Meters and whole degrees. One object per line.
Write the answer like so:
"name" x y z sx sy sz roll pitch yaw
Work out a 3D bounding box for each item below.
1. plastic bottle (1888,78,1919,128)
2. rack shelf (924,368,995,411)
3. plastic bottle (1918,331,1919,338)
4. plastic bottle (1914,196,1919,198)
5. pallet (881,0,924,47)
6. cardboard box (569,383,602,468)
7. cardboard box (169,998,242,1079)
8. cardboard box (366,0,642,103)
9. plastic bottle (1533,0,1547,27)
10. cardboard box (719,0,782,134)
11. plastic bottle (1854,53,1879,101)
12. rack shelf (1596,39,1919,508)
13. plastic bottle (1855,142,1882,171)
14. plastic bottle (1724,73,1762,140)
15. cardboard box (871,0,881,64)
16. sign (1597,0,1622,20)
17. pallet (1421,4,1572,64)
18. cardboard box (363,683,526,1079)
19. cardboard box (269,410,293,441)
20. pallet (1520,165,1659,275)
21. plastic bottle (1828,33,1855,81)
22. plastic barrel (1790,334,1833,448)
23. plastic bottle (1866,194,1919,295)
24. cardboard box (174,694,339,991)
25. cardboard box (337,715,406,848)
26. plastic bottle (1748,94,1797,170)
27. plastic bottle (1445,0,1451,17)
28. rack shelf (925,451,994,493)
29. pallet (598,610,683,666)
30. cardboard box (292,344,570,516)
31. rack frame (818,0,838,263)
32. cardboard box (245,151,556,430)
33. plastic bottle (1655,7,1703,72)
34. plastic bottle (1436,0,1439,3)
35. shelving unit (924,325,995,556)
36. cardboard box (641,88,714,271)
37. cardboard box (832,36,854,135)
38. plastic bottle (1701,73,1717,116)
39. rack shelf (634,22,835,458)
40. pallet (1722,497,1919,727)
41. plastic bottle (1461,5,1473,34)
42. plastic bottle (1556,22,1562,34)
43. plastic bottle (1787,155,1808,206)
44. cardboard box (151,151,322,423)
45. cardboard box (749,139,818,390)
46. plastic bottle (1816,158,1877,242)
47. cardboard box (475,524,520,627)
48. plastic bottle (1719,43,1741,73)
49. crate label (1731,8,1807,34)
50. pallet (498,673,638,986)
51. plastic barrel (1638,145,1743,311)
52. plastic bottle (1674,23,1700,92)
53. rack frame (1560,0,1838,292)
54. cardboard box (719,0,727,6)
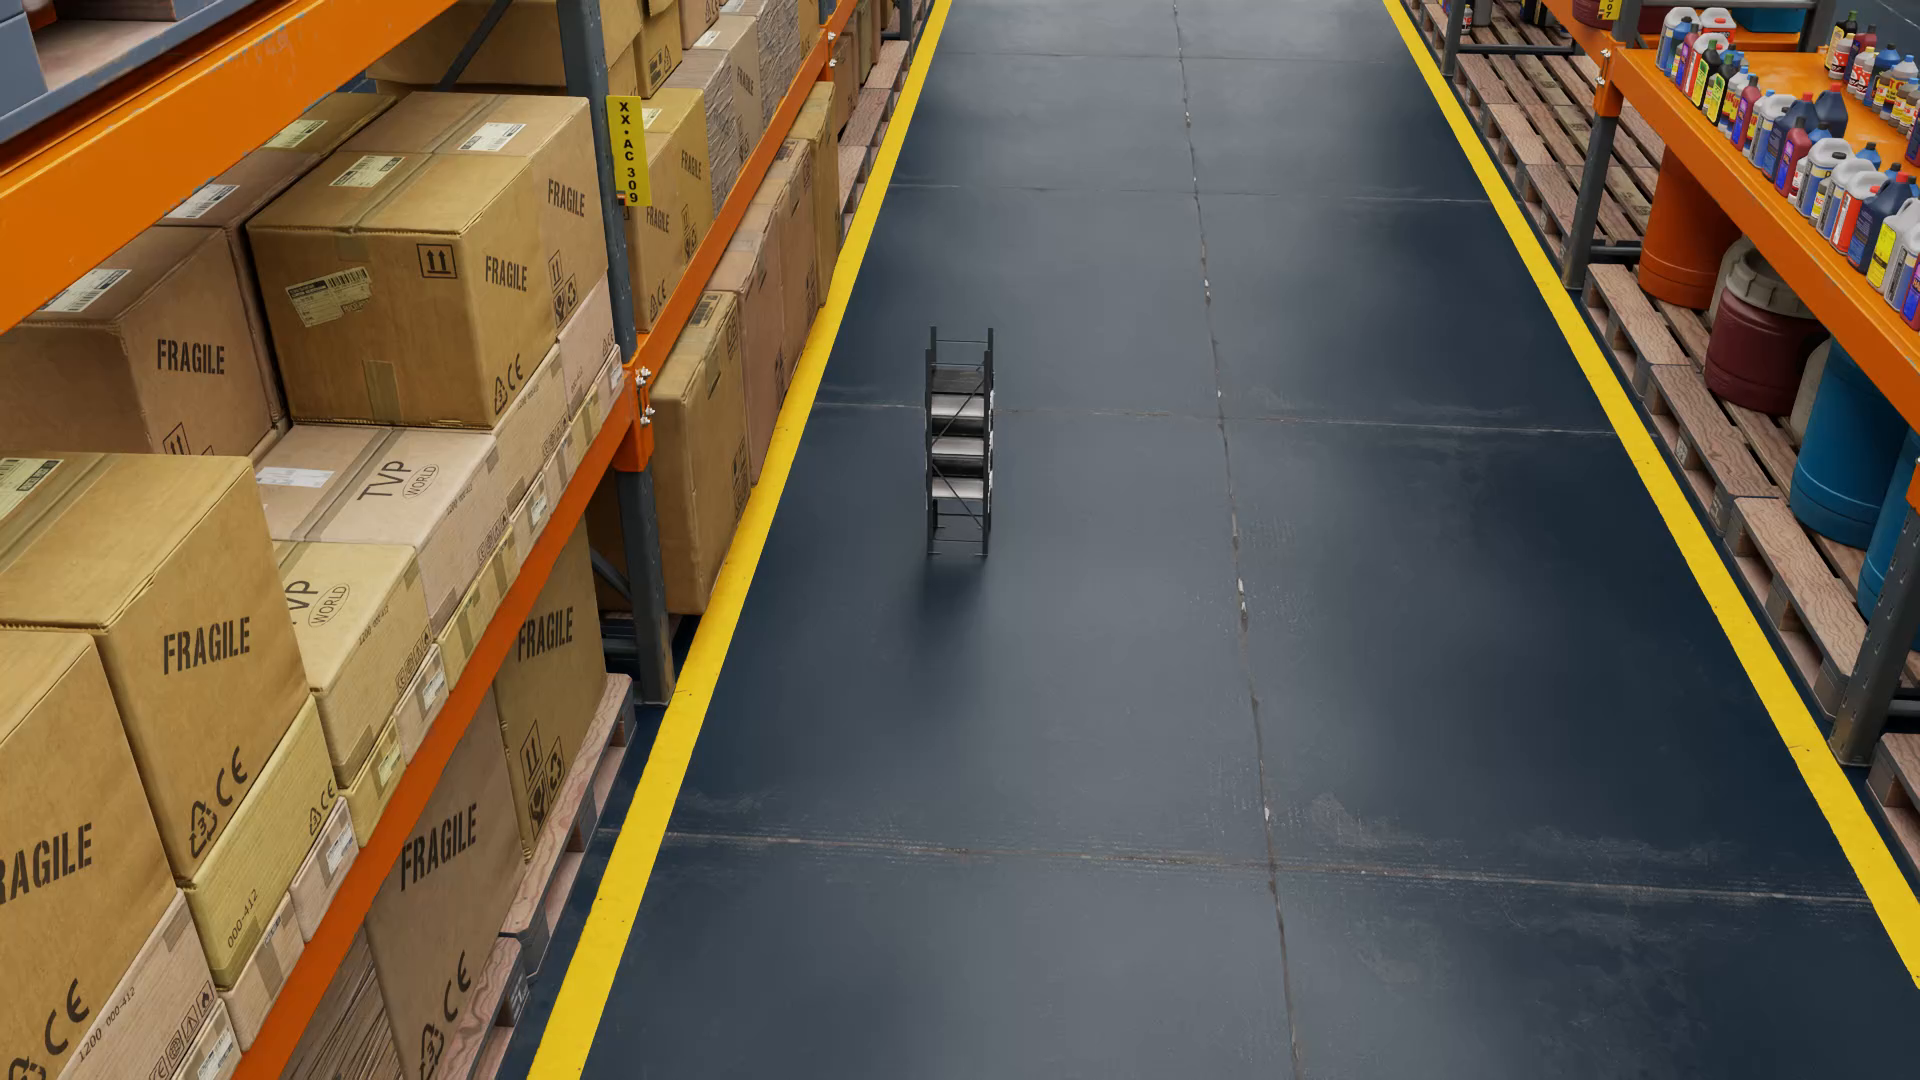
"plastic bottle" 4.058 -1.875 7.123 0.097 0.201 0.097 0 32 0
"rack shelf" -0.001 -0.580 6.383 0.258 0.077 0.200 2 32 4
"plastic bottle" 3.118 -0.730 5.264 0.097 0.201 0.097 0 32 0
"plastic bottle" 3.333 -1.097 5.717 0.144 0.351 0.185 2 32 4
"pallet" -0.840 -4.093 13.190 1.003 0.211 1.213 2 32 4
"cardboard box" -1.230 -0.329 4.664 0.380 0.149 0.250 3 32 5
"cardboard box" -1.419 0.878 2.705 0.380 0.149 0.250 2 32 3
"cardboard box" -1.467 -1.548 5.351 0.797 0.503 0.637 2 32 3
"plastic bottle" 4.433 -4.069 12.663 0.061 0.283 0.133 2 32 4
"cardboard box" -1.064 -2.077 7.167 0.500 0.500 0.500 1 32 2
"plastic bottle" 4.089 -2.079 7.453 0.097 0.201 0.097 0 32 0
"rack shelf" 3.588 -1.272 6.641 1.077 0.370 4.000 2 32 4
"plastic bottle" 3.362 -1.348 6.201 0.097 0.271 0.097 0 32 0
"plastic bottle" 3.282 -1.814 6.957 0.097 0.271 0.097 0 32 0
"cardboard box" -0.931 -3.730 11.907 0.700 0.500 0.500 0 32 0
"sign" 3.202 -2.713 8.138 0.100 0.325 0.005 2 32 4
"pallet" 4.173 -3.878 12.841 1.003 0.211 1.213 2 32 4
"cardboard box" -1.718 0.794 4.227 0.875 0.875 0.875 2 32 4
"cardboard box" -1.856 -0.312 4.257 0.500 0.250 0.500 2 32 4
"pallet" 3.853 -1.840 9.535 1.003 0.211 1.213 2 32 4
"plastic bottle" 4.116 -2.250 7.732 0.097 0.201 0.097 0 32 0
"plastic barrel" 3.680 -0.598 6.832 0.421 0.512 0.421 0 32 0
"plastic bottle" 3.174 -1.006 5.570 0.144 0.351 0.185 2 32 4
"cardboard box" -1.448 0.511 2.922 0.500 0.250 0.500 1 32 2
"cardboard box" -1.355 0.479 3.354 0.380 0.149 0.250 2 32 3
"plastic bottle" 3.281 -1.634 6.660 0.152 0.276 0.135 2 32 4
"plastic bottle" 3.858 -4.225 12.852 0.144 0.351 0.185 1 32 2
"rack shelf" -0.001 -0.274 6.572 0.258 0.077 0.200 2 32 4
"pallet" -1.523 0.036 6.490 1.003 0.211 1.213 2 32 4
"cardboard box" -1.325 -0.294 4.227 0.500 0.250 0.500 3 32 5
"rack frame" -1.185 -2.836 8.492 1.000 3.000 0.127 2 32 4
"cardboard box" -1.327 -0.612 4.029 0.500 0.500 0.500 3 32 4
"plastic bottle" 3.394 -2.359 7.837 0.152 0.276 0.135 2 32 4
"plastic bottle" 3.901 -4.447 13.283 0.152 0.276 0.135 3 32 5
"shelving unit" -0.001 -0.379 6.507 0.258 0.900 0.210 2 32 4
"cardboard box" -1.184 -1.279 5.872 0.500 0.500 0.500 3 32 4
"cardboard box" -1.079 -2.897 10.555 0.700 0.500 0.500 5 32 8
"plastic bottle" 3.309 -1.956 7.254 0.097 0.201 0.097 0 32 0
"rack shelf" -1.348 -1.484 6.984 1.077 0.370 4.000 2 32 4
"pallet" 3.530 0.253 6.138 1.003 0.211 1.213 2 32 4
"plastic bottle" 3.796 -3.915 12.491 0.097 0.201 0.097 0 32 0
"plastic bottle" 4.548 -3.913 12.488 0.097 0.201 0.097 0 32 0
"plastic bottle" 3.218 -1.376 6.313 0.097 0.201 0.097 0 32 0
"cardboard box" -1.853 -0.629 4.057 0.500 0.500 0.500 2 32 4
"cardboard box" -1.342 -1.284 7.600 1.225 0.875 0.875 3 32 4
"plastic bottle" 3.217 -1.225 5.996 0.152 0.276 0.135 2 32 4
"cardboard box" -1.293 0.075 4.009 0.380 0.149 0.250 3 32 5
"plastic bottle" 3.380 -2.053 7.345 0.097 0.271 0.097 0 32 0
"crate label" 4.159 -2.757 8.524 0.303 0.233 0.416 2 32 4
"pallet" -1.651 0.837 5.190 1.003 0.211 1.213 2 32 4
"plastic barrel" 3.728 -1.622 8.192 0.600 0.830 0.708 2 32 4
"plastic bottle" 3.322 -2.192 7.559 0.061 0.283 0.133 2 32 4
"rack frame" 3.751 -2.624 8.149 1.000 3.000 0.127 2 32 4
"cardboard box" -1.317 -2.583 7.031 0.797 0.503 0.637 3 32 5
